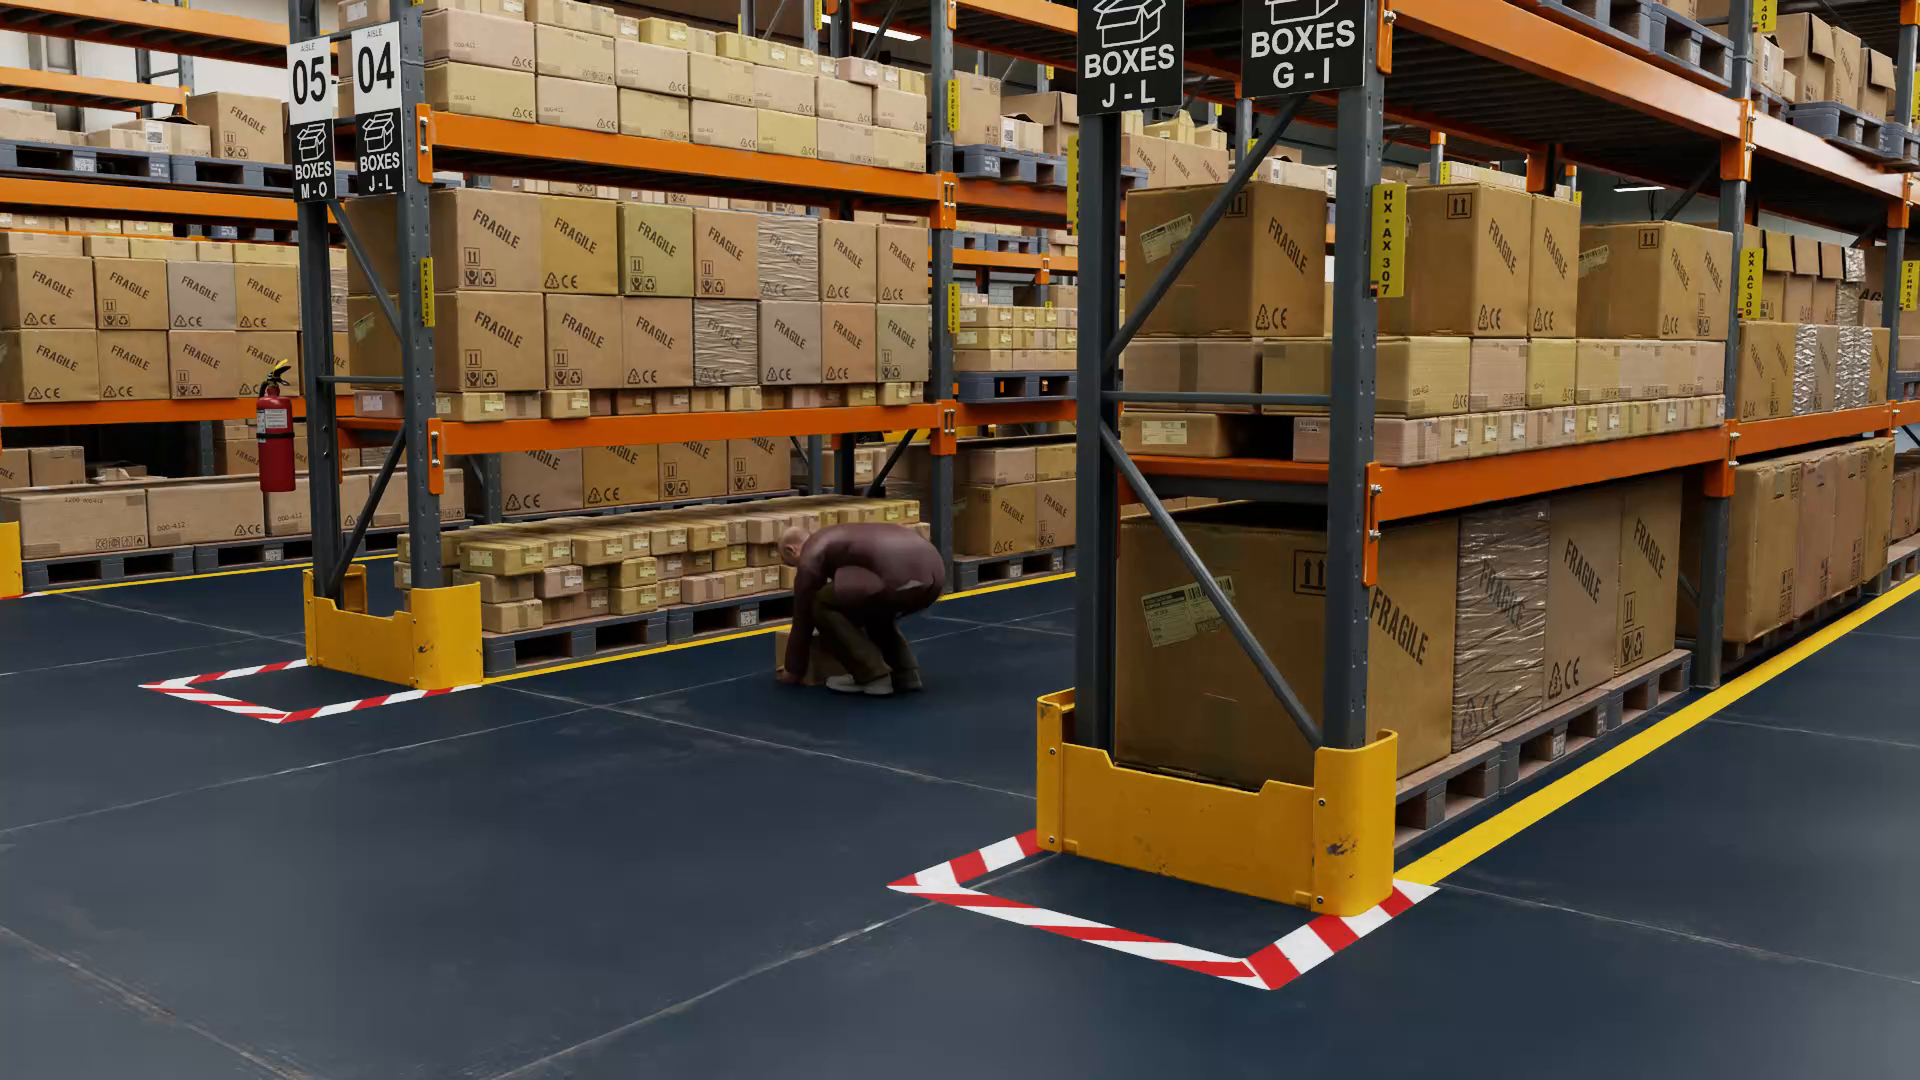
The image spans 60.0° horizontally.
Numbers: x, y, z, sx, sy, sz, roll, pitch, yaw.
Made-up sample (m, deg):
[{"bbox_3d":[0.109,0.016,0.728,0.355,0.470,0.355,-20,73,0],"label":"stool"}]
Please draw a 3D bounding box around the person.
[{"bbox_3d":[-0.498,0.336,8.189,0.947,0.832,0.572,5,8,37],"label":"person"}]
